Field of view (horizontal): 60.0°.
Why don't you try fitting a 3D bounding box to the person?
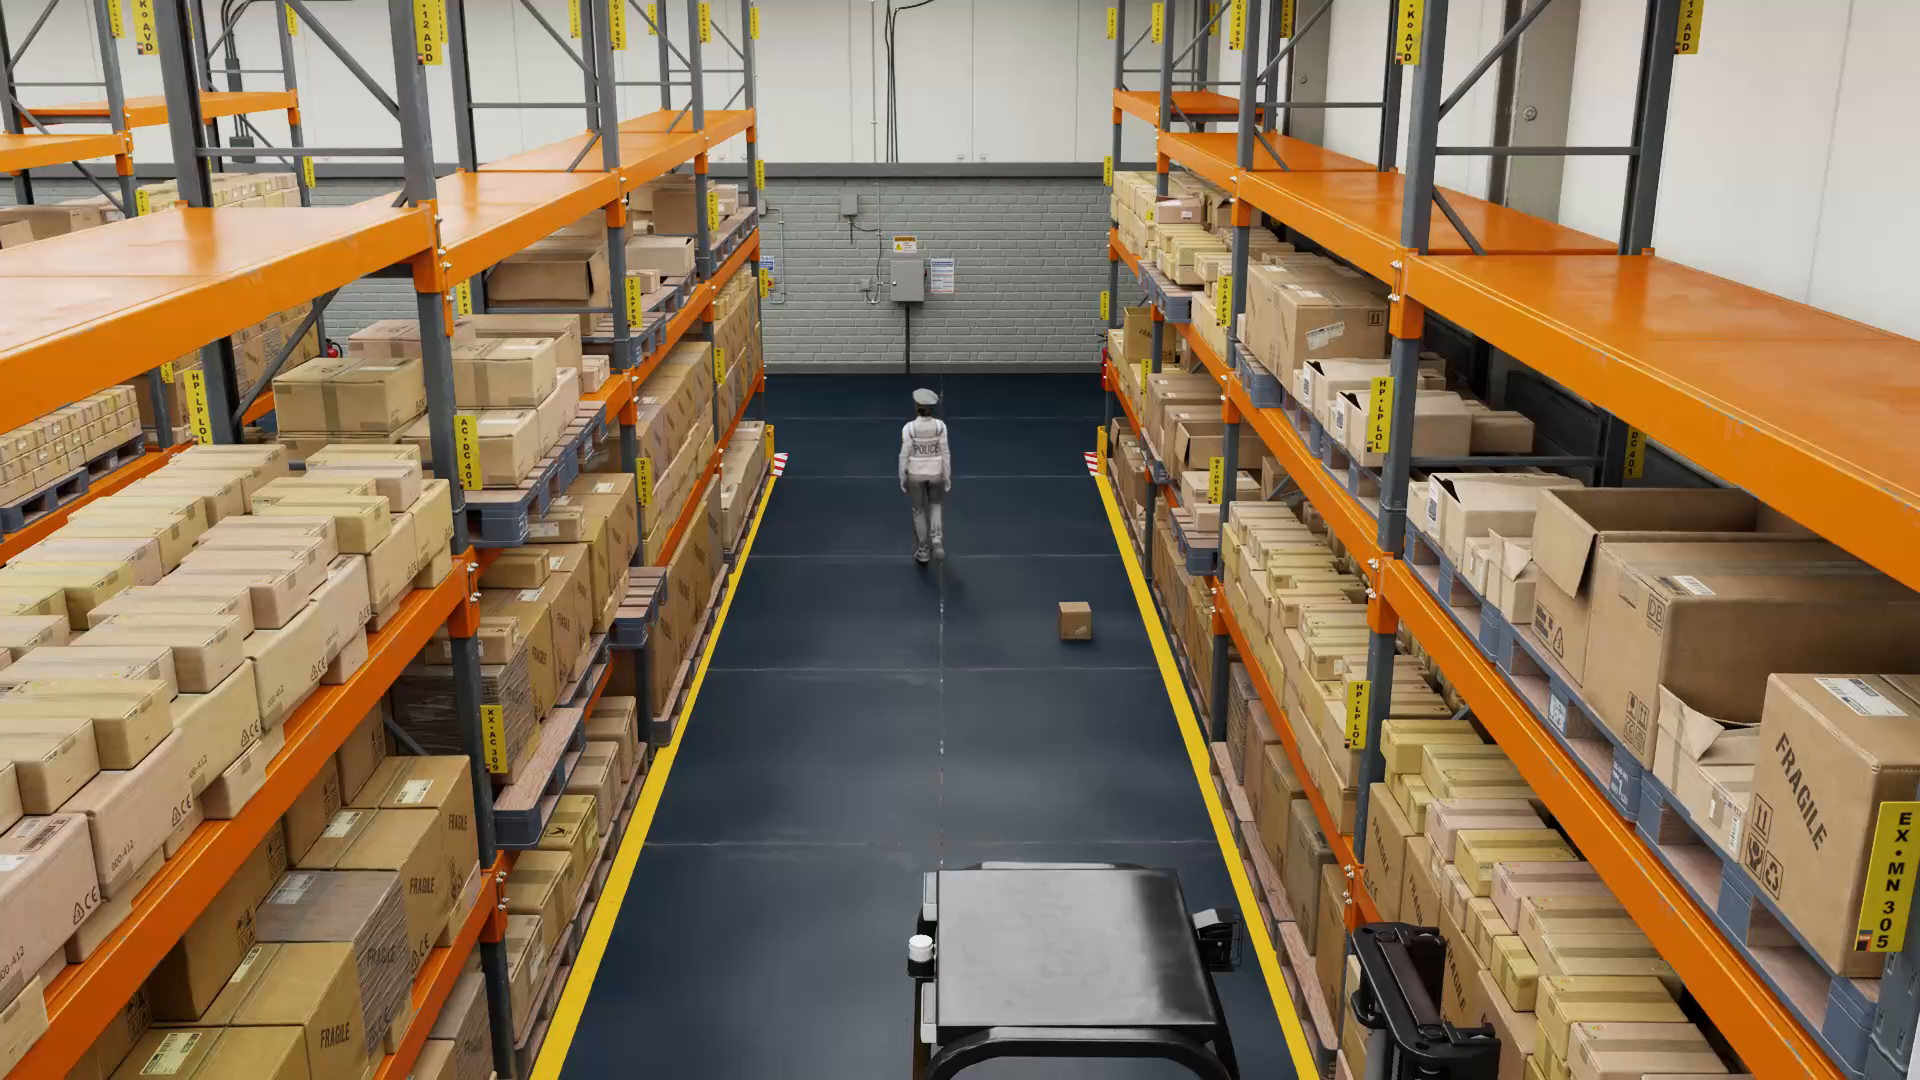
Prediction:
[{"bbox_3d":[-3.198,0.246,12.361,7.927,2.202,5.993,-5,18,-15],"label":"person"}]
